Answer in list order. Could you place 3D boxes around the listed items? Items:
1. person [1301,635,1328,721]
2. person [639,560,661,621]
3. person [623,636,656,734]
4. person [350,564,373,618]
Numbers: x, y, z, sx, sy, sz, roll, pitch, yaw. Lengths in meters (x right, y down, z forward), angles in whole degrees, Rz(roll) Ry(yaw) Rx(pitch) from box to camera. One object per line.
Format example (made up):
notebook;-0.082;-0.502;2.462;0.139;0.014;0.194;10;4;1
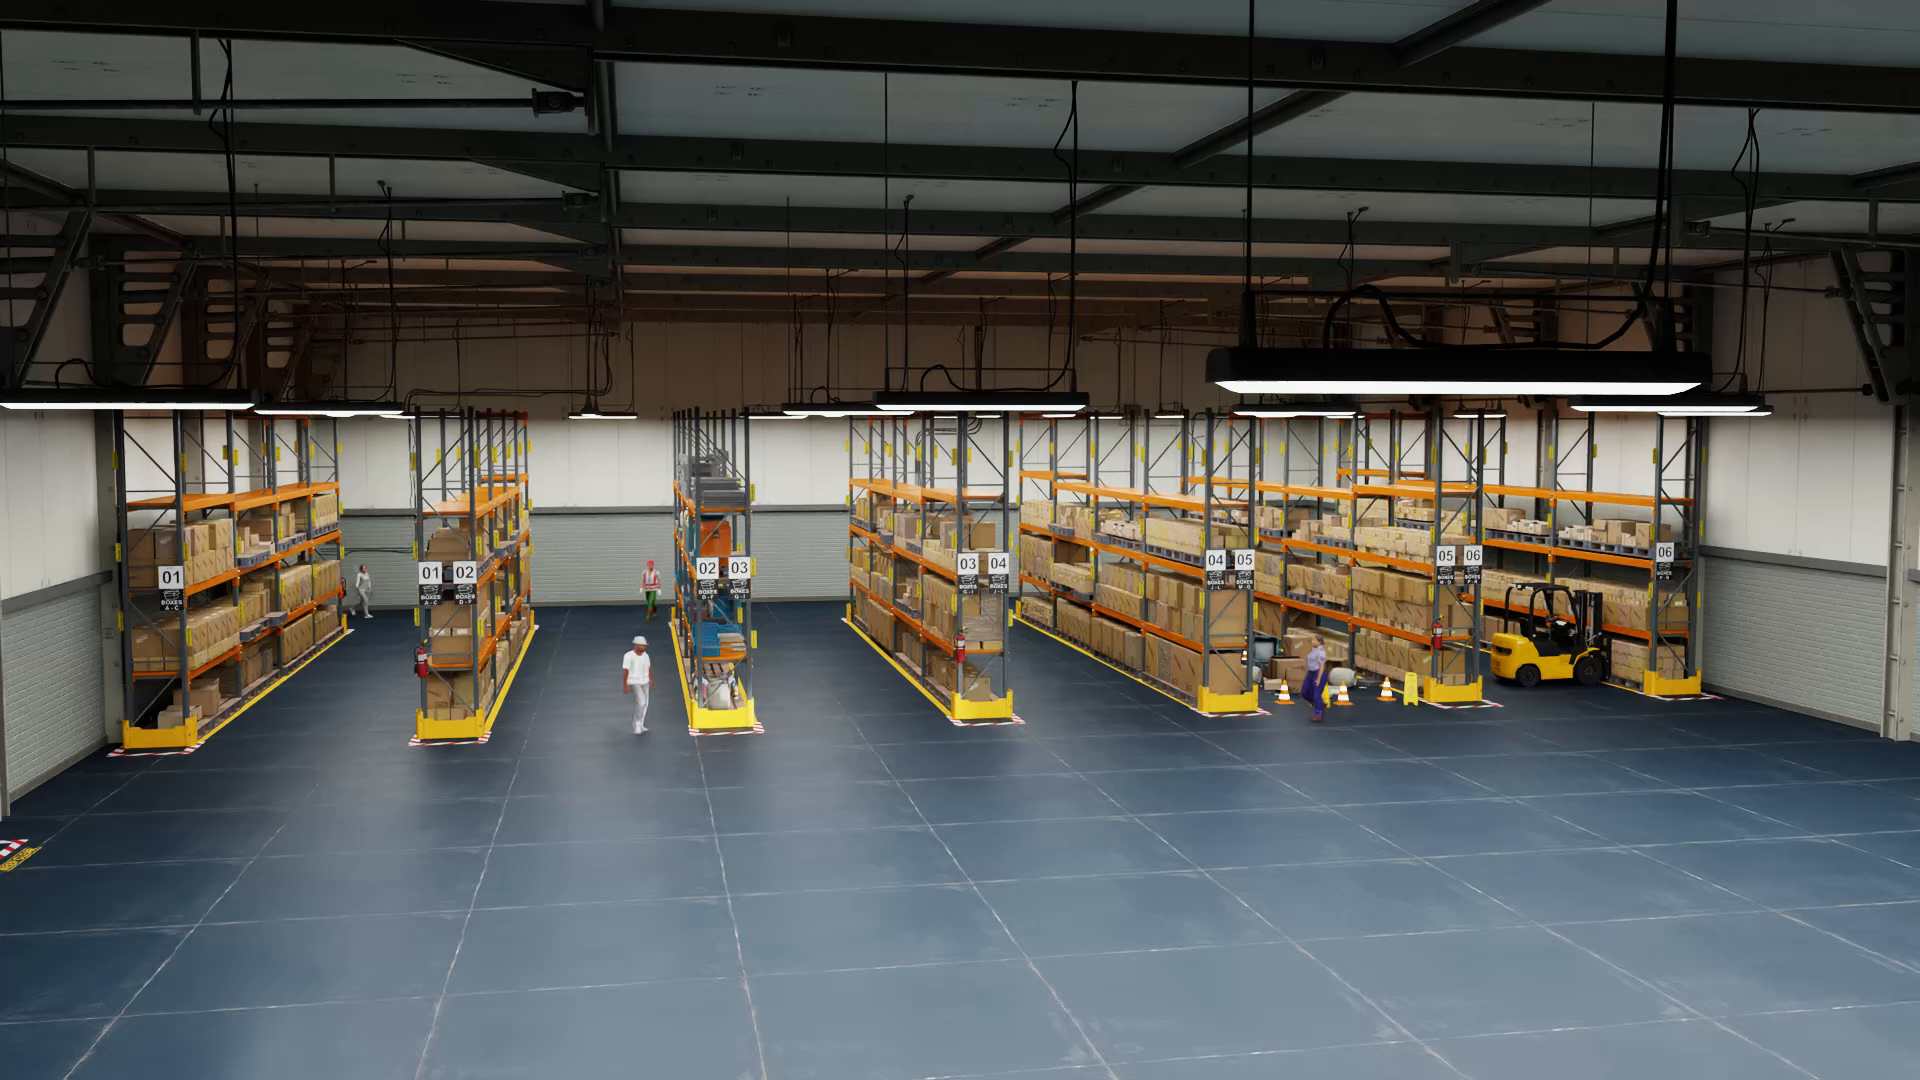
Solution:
person;6.830;2.625;31.762;0.478;1.638;0.489;-2;4;-22
person;-8.897;1.444;47.826;0.512;1.733;1.133;1;4;18
person;-5.889;2.678;30.632;0.457;1.812;0.601;3;5;34
person;-17.458;1.534;48.427;0.810;1.459;0.402;1;4;19
